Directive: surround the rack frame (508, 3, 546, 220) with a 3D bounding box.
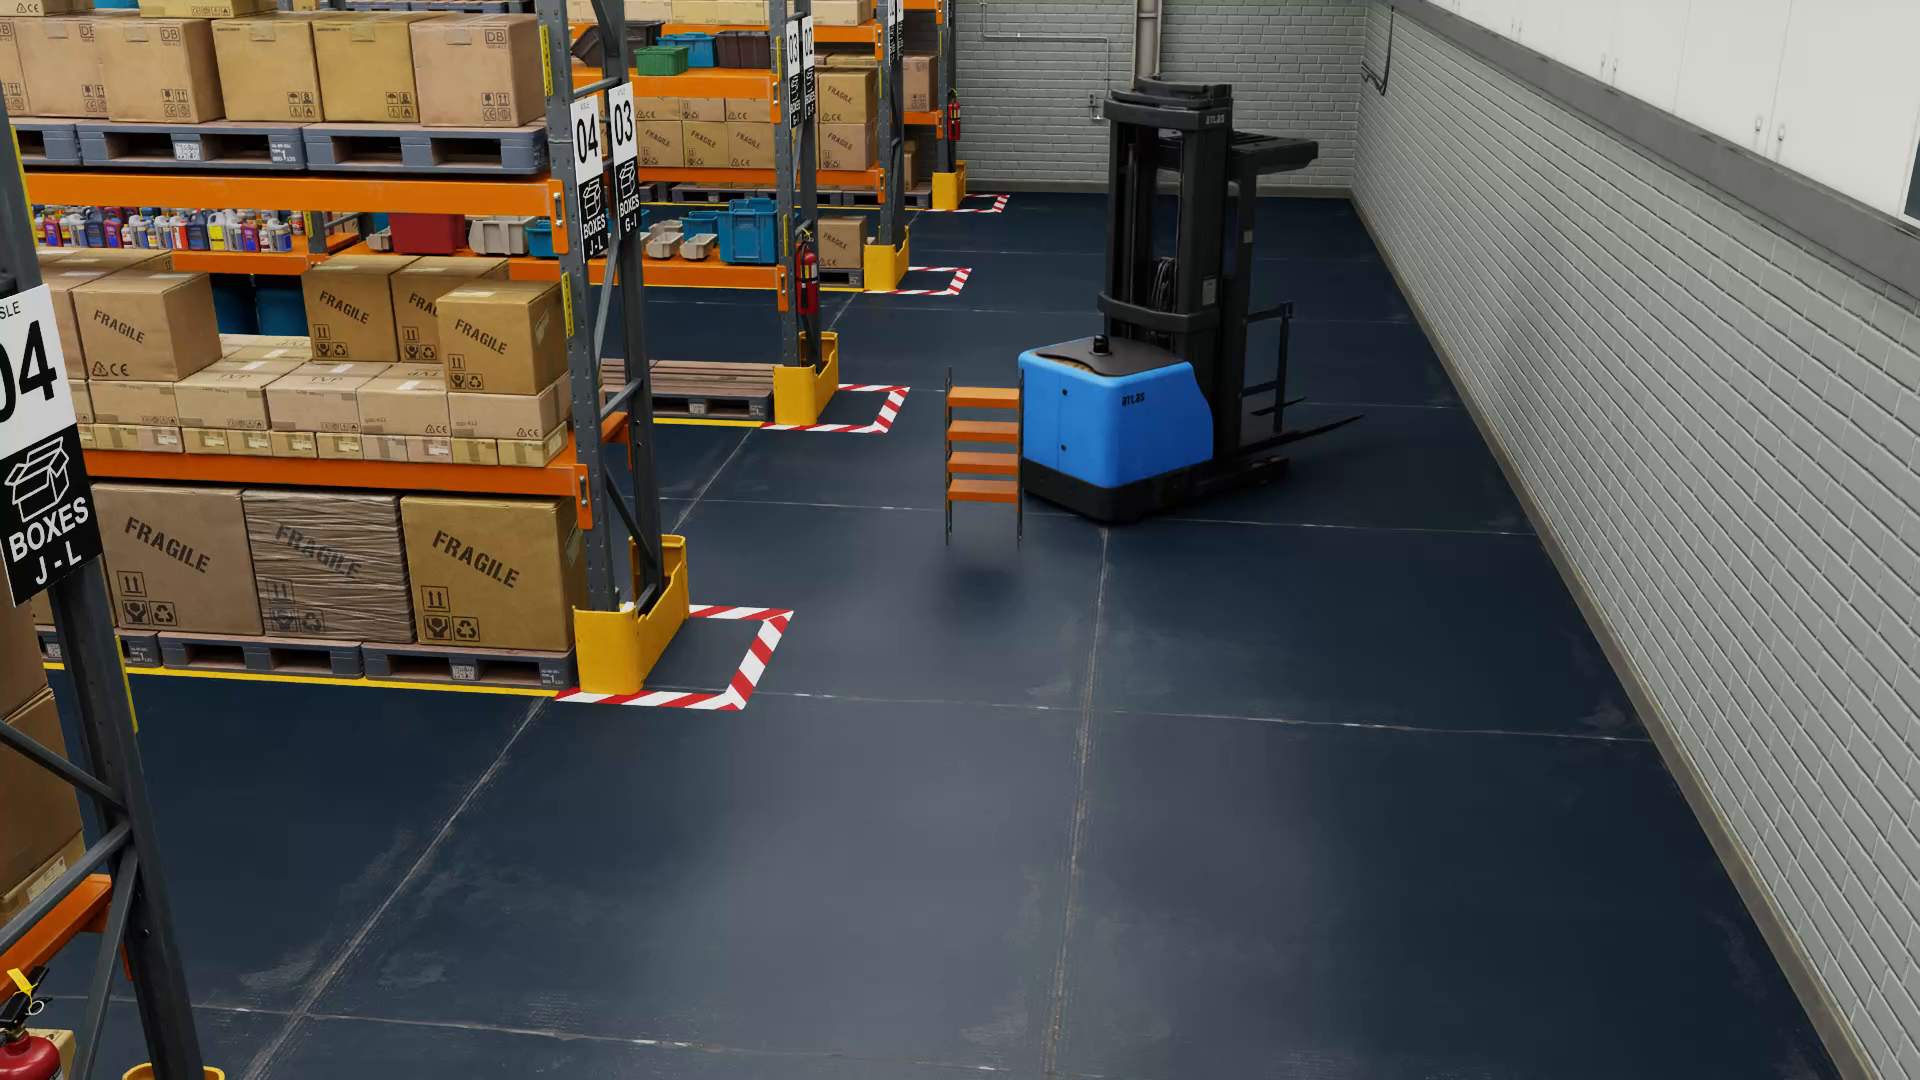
[{"bbox_3d":[-4.727,-4.539,18.842,0.127,3.000,1.000,2,22,6],"label":"rack frame"}]

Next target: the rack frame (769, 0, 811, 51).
[{"bbox_3d":[-1.341,-5.348,12.727,0.127,3.000,1.000,2,22,6],"label":"rack frame"}]

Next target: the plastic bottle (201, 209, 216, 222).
[{"bbox_3d":[-6.432,-2.689,14.229,0.185,0.351,0.144,2,22,6],"label":"plastic bottle"}]

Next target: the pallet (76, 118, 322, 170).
[{"bbox_3d":[-3.877,-2.183,8.923,1.213,0.211,1.003,2,22,6],"label":"pallet"}]

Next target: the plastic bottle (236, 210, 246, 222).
[{"bbox_3d":[-6.397,-2.837,14.806,0.097,0.201,0.097,0,22,0],"label":"plastic bottle"}]

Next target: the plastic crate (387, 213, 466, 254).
[{"bbox_3d":[-4.457,-2.658,13.916,0.583,0.464,0.402,2,22,6],"label":"plastic crate"}]

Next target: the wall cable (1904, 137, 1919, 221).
[{"bbox_3d":[3.285,-3.532,3.760,0.120,5.999,2.277,2,22,6],"label":"wall cable"}]

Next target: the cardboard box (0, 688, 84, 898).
[{"bbox_3d":[-3.022,0.752,4.918,0.500,0.500,0.500,4,22,9],"label":"cardboard box"}]

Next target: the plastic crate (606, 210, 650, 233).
[{"bbox_3d":[-2.855,-2.696,14.325,0.300,0.233,0.416,2,22,6],"label":"plastic crate"}]

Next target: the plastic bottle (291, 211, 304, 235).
[{"bbox_3d":[-5.877,-2.814,14.749,0.097,0.201,0.097,0,22,0],"label":"plastic bottle"}]

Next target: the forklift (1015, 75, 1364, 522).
[{"bbox_3d":[1.869,-1.915,12.297,3.031,2.935,1.130,-16,27,-36],"label":"forklift"}]

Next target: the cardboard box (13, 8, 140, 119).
[{"bbox_3d":[-4.579,-2.569,8.935,0.500,0.500,0.700,4,22,9],"label":"cardboard box"}]

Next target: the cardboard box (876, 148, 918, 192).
[{"bbox_3d":[-0.882,-5.202,23.346,0.500,0.500,0.700,2,22,6],"label":"cardboard box"}]

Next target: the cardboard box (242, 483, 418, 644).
[{"bbox_3d":[-3.473,0.005,9.665,0.875,0.875,0.875,2,22,6],"label":"cardboard box"}]

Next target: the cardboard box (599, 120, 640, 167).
[{"bbox_3d":[-3.744,-4.443,18.463,0.500,0.500,0.500,3,22,7],"label":"cardboard box"}]

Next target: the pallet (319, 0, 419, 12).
[{"bbox_3d":[-6.397,-5.944,18.572,1.003,0.211,1.213,2,22,6],"label":"pallet"}]

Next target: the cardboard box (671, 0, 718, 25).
[{"bbox_3d":[-2.784,-5.687,17.870,0.500,0.250,0.500,2,22,6],"label":"cardboard box"}]

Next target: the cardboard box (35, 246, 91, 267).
[{"bbox_3d":[-5.409,-1.418,9.725,0.500,0.500,0.500,3,22,8],"label":"cardboard box"}]

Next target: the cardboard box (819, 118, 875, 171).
[{"bbox_3d":[-1.232,-4.333,18.183,0.500,0.500,0.500,3,22,8],"label":"cardboard box"}]

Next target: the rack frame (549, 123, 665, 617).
[{"bbox_3d":[-1.924,-0.750,9.256,0.127,3.000,1.000,2,22,6],"label":"rack frame"}]

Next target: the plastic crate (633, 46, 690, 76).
[{"bbox_3d":[-2.355,-3.793,13.162,0.336,0.188,0.450,2,22,6],"label":"plastic crate"}]

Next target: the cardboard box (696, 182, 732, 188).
[{"bbox_3d":[-3.417,-5.311,23.623,0.500,0.500,0.700,3,22,7],"label":"cardboard box"}]

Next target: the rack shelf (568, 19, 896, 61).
[{"bbox_3d":[-2.741,-5.513,18.204,4.000,0.370,1.077,2,22,6],"label":"rack shelf"}]

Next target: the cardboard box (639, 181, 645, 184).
[{"bbox_3d":[-4.809,-5.524,23.686,0.750,0.750,0.750,3,22,7],"label":"cardboard box"}]

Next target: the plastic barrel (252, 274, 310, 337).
[{"bbox_3d":[-5.852,-1.980,14.652,0.708,0.901,0.600,2,22,6],"label":"plastic barrel"}]

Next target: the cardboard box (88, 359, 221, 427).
[{"bbox_3d":[-4.452,-0.832,9.263,0.500,0.250,0.500,3,22,8],"label":"cardboard box"}]

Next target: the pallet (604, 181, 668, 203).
[{"bbox_3d":[-4.923,-5.057,23.944,1.213,0.211,1.003,2,22,6],"label":"pallet"}]

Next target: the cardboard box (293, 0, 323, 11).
[{"bbox_3d":[-7.239,-6.103,18.580,0.500,0.500,0.910,2,22,6],"label":"cardboard box"}]

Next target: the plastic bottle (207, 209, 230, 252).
[{"bbox_3d":[-6.265,-2.628,14.075,0.185,0.351,0.144,2,22,6],"label":"plastic bottle"}]

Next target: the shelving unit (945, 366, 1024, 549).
[{"bbox_3d":[0.164,-0.551,11.201,0.503,1.200,0.258,2,22,6],"label":"shelving unit"}]

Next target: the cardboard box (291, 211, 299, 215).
[{"bbox_3d":[-7.760,-3.610,19.292,0.500,0.500,0.500,2,22,4],"label":"cardboard box"}]

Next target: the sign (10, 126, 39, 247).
[{"bbox_3d":[-2.545,-0.943,4.475,0.005,0.325,0.100,2,22,6],"label":"sign"}]

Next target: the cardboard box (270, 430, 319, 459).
[{"bbox_3d":[-3.589,-0.583,9.175,0.250,0.149,0.380,3,22,6],"label":"cardboard box"}]

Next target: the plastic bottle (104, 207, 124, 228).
[{"bbox_3d":[-7.532,-2.878,14.798,0.133,0.283,0.061,2,22,6],"label":"plastic bottle"}]

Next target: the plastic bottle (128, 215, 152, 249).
[{"bbox_3d":[-6.971,-2.626,14.170,0.135,0.276,0.152,2,22,6],"label":"plastic bottle"}]

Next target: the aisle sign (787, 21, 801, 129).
[{"bbox_3d":[-1.304,-3.657,13.074,0.004,0.787,0.394,2,22,6],"label":"aisle sign"}]

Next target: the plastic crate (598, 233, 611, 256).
[{"bbox_3d":[-3.034,-2.459,13.858,0.250,0.136,0.298,2,22,6],"label":"plastic crate"}]

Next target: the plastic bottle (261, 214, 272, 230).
[{"bbox_3d":[-6.088,-2.767,14.630,0.097,0.201,0.097,0,22,0],"label":"plastic bottle"}]

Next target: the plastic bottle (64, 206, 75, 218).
[{"bbox_3d":[-8.009,-2.907,14.984,0.097,0.201,0.097,0,22,0],"label":"plastic bottle"}]

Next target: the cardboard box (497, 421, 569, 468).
[{"bbox_3d":[-2.317,-0.528,9.037,0.250,0.149,0.380,3,22,7],"label":"cardboard box"}]

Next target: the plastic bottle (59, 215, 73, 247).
[{"bbox_3d":[-7.635,-2.642,14.219,0.097,0.271,0.097,0,22,0],"label":"plastic bottle"}]

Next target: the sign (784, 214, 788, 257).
[{"bbox_3d":[-1.390,-2.432,13.290,0.005,0.325,0.100,2,22,6],"label":"sign"}]

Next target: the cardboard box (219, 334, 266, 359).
[{"bbox_3d":[-4.406,-1.024,9.750,0.500,0.250,0.500,3,22,7],"label":"cardboard box"}]

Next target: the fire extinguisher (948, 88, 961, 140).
[{"bbox_3d":[-0.080,-5.791,22.619,0.183,0.674,0.296,2,22,6],"label":"fire extinguisher"}]

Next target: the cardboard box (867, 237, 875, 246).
[{"bbox_3d":[-1.130,-3.389,19.210,0.250,0.149,0.380,2,22,6],"label":"cardboard box"}]

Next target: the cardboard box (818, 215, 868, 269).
[{"bbox_3d":[-1.324,-3.342,18.615,0.500,0.500,0.500,2,22,6],"label":"cardboard box"}]

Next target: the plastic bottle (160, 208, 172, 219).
[{"bbox_3d":[-7.087,-2.900,14.869,0.097,0.271,0.097,0,22,0],"label":"plastic bottle"}]

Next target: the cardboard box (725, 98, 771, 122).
[{"bbox_3d":[-2.246,-4.839,18.103,0.500,0.500,0.500,3,22,8],"label":"cardboard box"}]

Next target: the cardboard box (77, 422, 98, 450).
[{"bbox_3d":[-4.858,-0.638,9.316,0.250,0.149,0.380,2,22,5],"label":"cardboard box"}]

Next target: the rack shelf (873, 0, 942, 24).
[{"bbox_3d":[-2.162,-7.322,22.779,4.000,0.370,1.077,2,22,6],"label":"rack shelf"}]

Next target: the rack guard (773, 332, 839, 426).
[{"bbox_3d":[-1.316,-1.399,14.299,0.348,0.500,1.175,2,22,6],"label":"rack guard"}]

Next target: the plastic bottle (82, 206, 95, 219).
[{"bbox_3d":[-7.475,-2.737,14.351,0.185,0.351,0.144,2,22,6],"label":"plastic bottle"}]

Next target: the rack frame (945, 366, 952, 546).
[{"bbox_3d":[-0.078,-0.561,11.228,0.015,1.200,0.240,2,22,6],"label":"rack frame"}]
